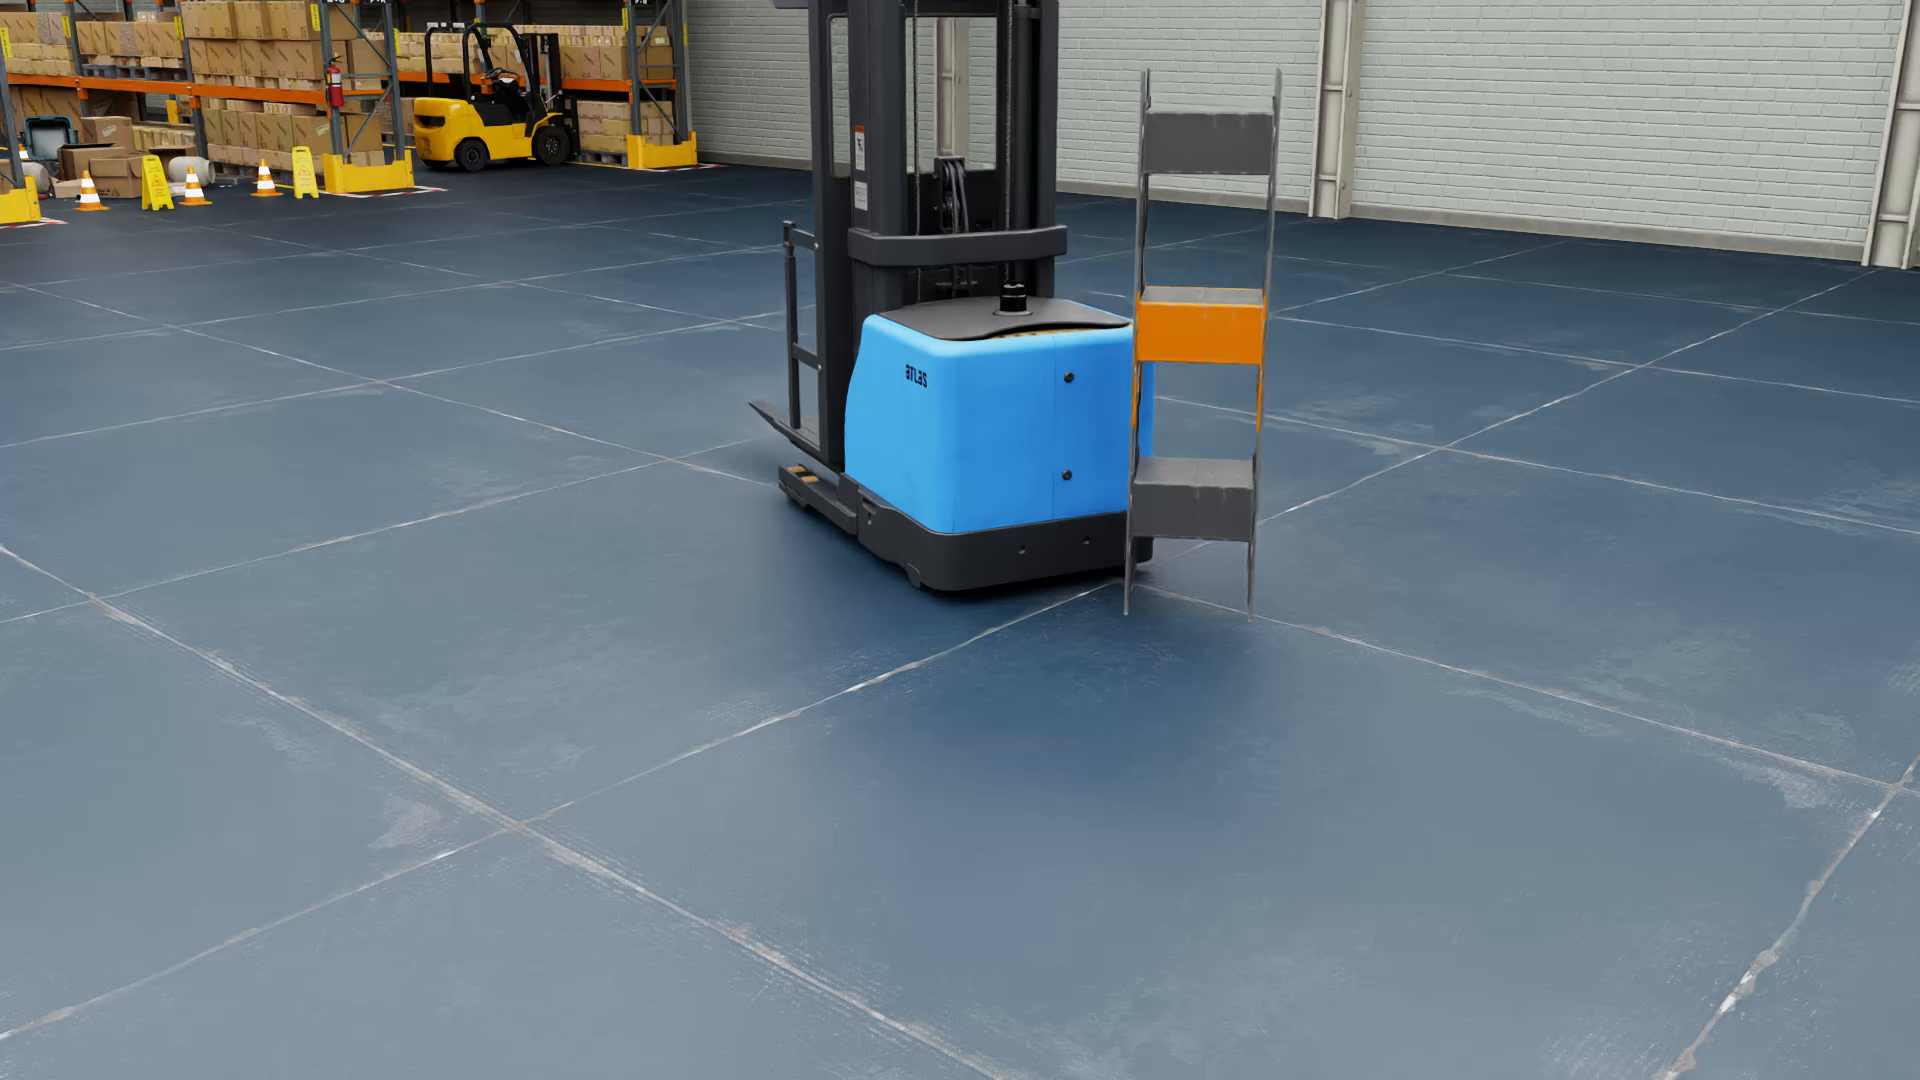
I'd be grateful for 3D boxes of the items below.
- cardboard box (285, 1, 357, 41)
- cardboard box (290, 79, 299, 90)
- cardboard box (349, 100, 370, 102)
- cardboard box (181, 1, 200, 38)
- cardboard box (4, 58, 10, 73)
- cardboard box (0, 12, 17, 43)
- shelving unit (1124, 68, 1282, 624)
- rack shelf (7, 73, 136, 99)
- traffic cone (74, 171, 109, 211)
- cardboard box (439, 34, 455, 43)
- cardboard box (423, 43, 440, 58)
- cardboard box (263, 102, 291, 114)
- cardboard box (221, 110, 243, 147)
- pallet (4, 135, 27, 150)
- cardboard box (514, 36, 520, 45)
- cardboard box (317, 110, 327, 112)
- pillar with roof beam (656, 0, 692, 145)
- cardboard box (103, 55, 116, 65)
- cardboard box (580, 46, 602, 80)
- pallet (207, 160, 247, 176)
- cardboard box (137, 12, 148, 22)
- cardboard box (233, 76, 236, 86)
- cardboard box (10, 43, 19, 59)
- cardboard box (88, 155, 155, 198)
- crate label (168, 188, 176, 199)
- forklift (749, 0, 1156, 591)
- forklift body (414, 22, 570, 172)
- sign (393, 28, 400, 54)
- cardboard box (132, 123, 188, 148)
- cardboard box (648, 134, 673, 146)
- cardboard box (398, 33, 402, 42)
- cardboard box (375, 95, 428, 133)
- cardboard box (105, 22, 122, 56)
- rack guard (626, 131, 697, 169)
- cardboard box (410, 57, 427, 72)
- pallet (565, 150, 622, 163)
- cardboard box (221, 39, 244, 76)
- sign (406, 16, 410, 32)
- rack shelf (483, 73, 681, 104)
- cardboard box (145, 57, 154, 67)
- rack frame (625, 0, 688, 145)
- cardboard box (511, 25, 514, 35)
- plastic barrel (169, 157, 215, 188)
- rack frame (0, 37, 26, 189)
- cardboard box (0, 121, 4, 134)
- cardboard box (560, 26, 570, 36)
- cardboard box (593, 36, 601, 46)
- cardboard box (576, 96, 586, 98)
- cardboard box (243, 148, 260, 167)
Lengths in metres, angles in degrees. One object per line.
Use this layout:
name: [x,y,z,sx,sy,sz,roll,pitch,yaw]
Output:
cardboard box: [-8.505,-6.915,22.131,0.500,0.500,0.700,14,23,38]
cardboard box: [-8.840,-6.184,22.555,0.250,0.149,0.380,15,23,38]
cardboard box: [-11.207,-8.285,31.125,0.250,0.149,0.380,14,22,37]
cardboard box: [-10.784,-7.527,24.061,0.500,0.500,0.700,15,23,39]
cardboard box: [-16.411,-8.282,28.996,0.500,0.250,0.500,14,23,38]
cardboard box: [-16.042,-8.778,28.496,0.500,0.500,0.500,14,23,38]
shelving unit: [0.934,-0.742,6.477,0.503,2.100,0.431,3,18,9]
rack shelf: [-15.457,-7.860,28.610,4.000,0.370,1.077,15,23,39]
traffic cone: [-10.643,-4.274,20.314,0.334,0.463,0.336,15,23,39]
cardboard box: [-8.718,-8.629,28.605,0.250,0.149,0.380,14,22,38]
cardboard box: [-8.983,-8.535,28.969,0.500,0.250,0.500,16,23,40]
cardboard box: [-9.451,-6.016,23.150,0.250,0.149,0.380,16,24,42]
cardboard box: [-10.299,-5.961,24.048,0.500,0.500,0.500,16,24,41]
pallet: [-16.326,-7.138,29.754,1.213,0.211,1.003,15,23,39]
cardboard box: [-7.070,-8.192,27.227,0.250,0.149,0.380,16,23,40]
cardboard box: [-9.179,-5.878,23.786,0.500,0.500,0.500,16,23,40]
pillar with roof beam: [-7.466,-9.548,22.822,0.400,9.000,9.100,15,23,39]
cardboard box: [-13.286,-7.585,26.274,0.250,0.149,0.380,15,23,40]
cardboard box: [-5.610,-7.512,26.159,0.500,0.500,0.500,16,24,41]
pallet: [-10.444,-5.543,24.727,1.213,0.211,1.003,15,23,39]
cardboard box: [-12.210,-7.924,25.198,0.250,0.149,0.380,14,22,37]
cardboard box: [-10.123,-6.554,23.718,0.250,0.149,0.380,15,23,39]
cardboard box: [-16.043,-8.414,28.586,0.500,0.250,0.500,15,23,40]
cardboard box: [-10.972,-4.785,21.858,0.637,0.503,0.797,0,18,2]
crate label: [-10.267,-4.450,21.407,0.298,0.136,0.250,4,18,11]
forklift: [-0.246,-1.593,7.787,1.130,2.935,3.031,-8,19,-24]
forklift body: [-7.315,-6.883,25.743,1.214,2.155,2.313,15,23,39]
sign: [-7.618,-6.731,22.430,0.005,0.325,0.100,15,23,39]
cardboard box: [-12.988,-6.487,26.744,0.625,0.372,0.950,14,23,38]
cardboard box: [-4.923,-6.352,26.518,0.500,0.250,0.500,15,23,39]
cardboard box: [-9.805,-8.959,29.646,0.250,0.149,0.380,15,23,40]
cardboard box: [-10.212,-7.865,30.668,0.625,0.625,0.875,16,24,41]
cardboard box: [-12.982,-7.840,26.007,0.500,0.500,0.500,16,23,40]
rack guard: [-4.668,-6.123,26.078,0.348,0.500,1.175,15,23,39]
cardboard box: [-9.350,-8.401,29.372,0.500,0.250,0.500,16,24,41]
pallet: [-6.194,-6.379,27.363,1.213,0.211,1.003,15,23,39]
cardboard box: [-10.068,-6.837,23.540,0.500,0.500,0.500,15,23,39]
sign: [-10.303,-9.604,30.999,0.005,0.325,0.100,15,23,39]
rack shelf: [-6.182,-7.378,27.090,4.000,0.370,1.077,15,23,39]
cardboard box: [-12.133,-7.271,25.284,0.250,0.149,0.380,15,23,40]
rack frame: [-4.686,-7.319,25.715,0.127,3.000,1.000,15,23,39]
cardboard box: [-7.184,-8.409,27.419,0.250,0.149,0.380,14,23,38]
plastic barrel: [-10.528,-5.040,22.792,0.512,0.421,0.421,-3,18,-8]
rack frame: [-11.188,-5.055,18.582,0.127,3.000,1.000,15,23,39]
cardboard box: [-17.351,-7.734,30.564,0.875,0.438,0.875,15,23,38]
cardboard box: [-6.115,-8.076,26.370,0.250,0.149,0.380,16,23,40]
cardboard box: [-5.495,-7.793,25.970,0.250,0.149,0.380,16,23,40]
cardboard box: [-6.423,-7.230,27.634,0.500,0.250,0.500,15,23,40]
cardboard box: [-9.902,-5.498,23.828,0.500,0.250,0.500,15,23,39]
